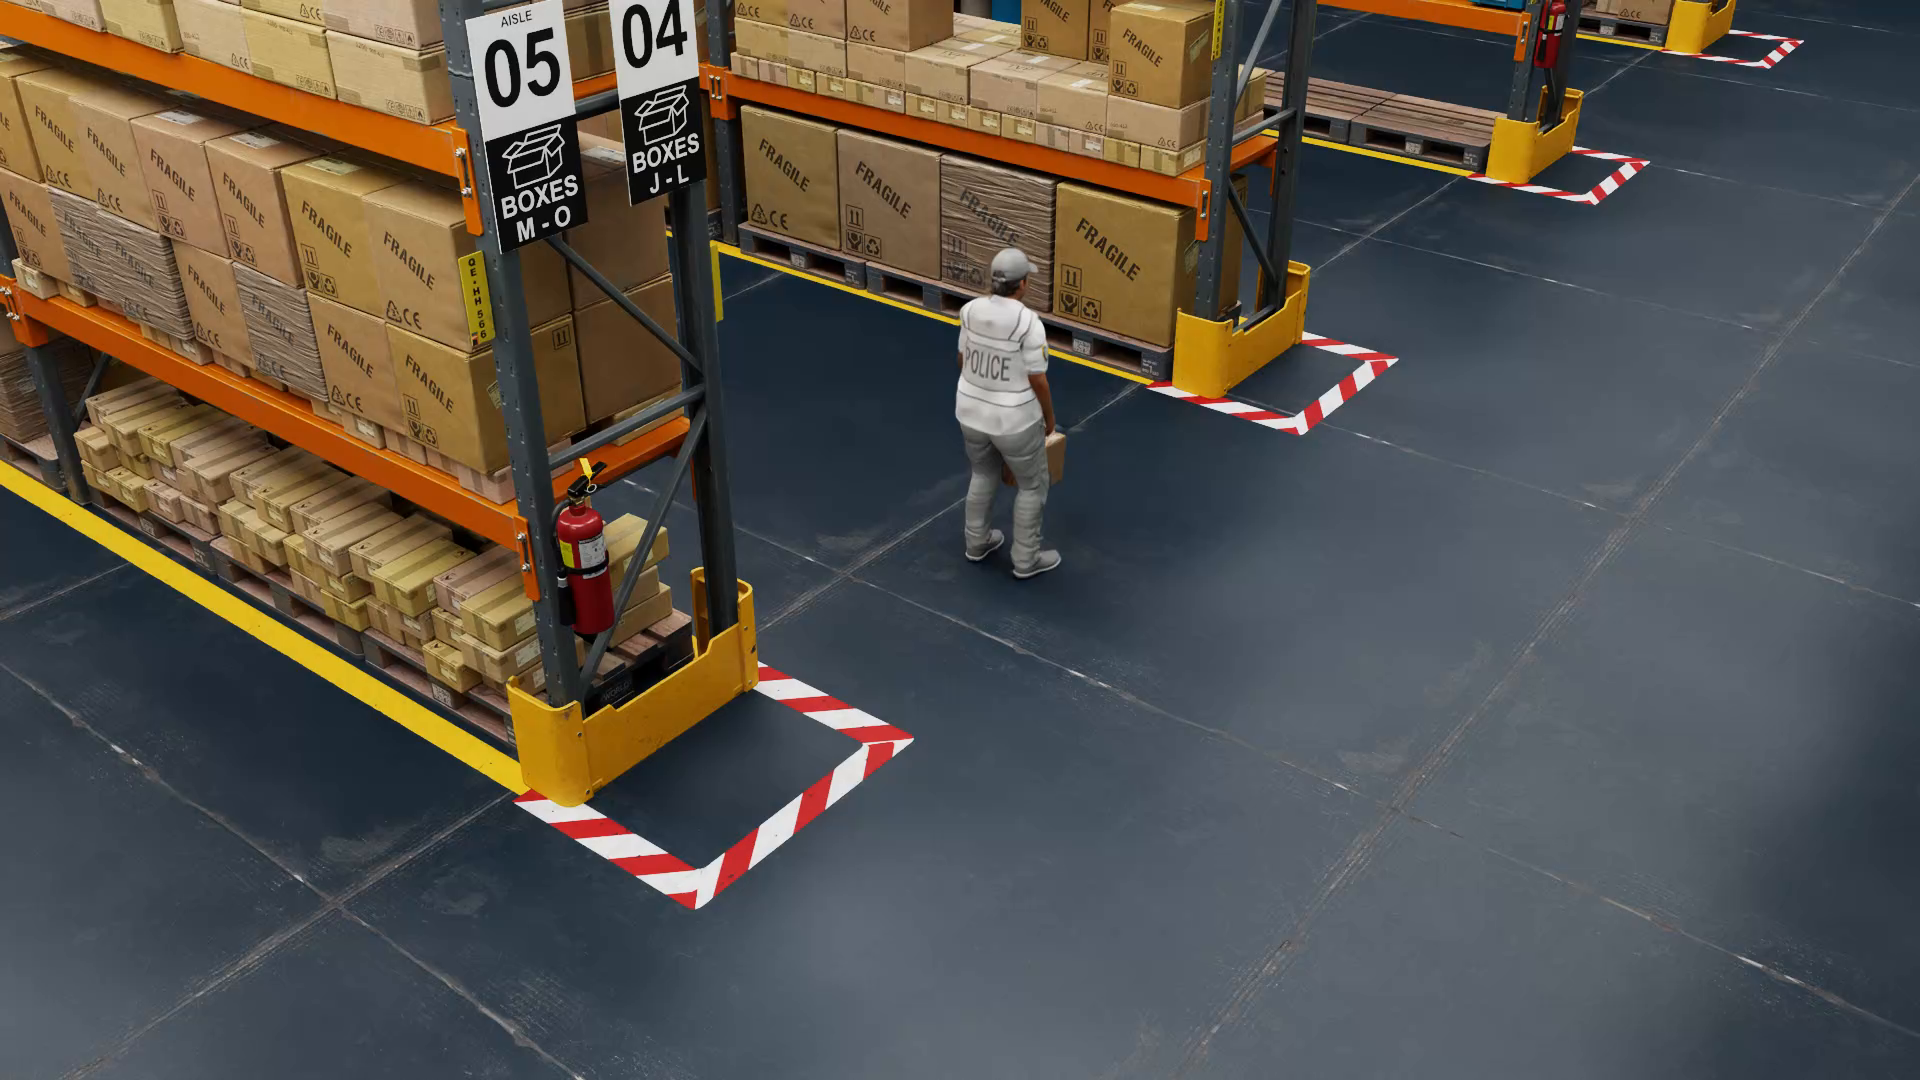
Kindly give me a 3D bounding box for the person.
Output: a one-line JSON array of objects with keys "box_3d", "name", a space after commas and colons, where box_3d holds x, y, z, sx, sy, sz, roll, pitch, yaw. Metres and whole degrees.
[{"box_3d": [0.229, -0.610, 8.136, 0.526, 1.670, 0.439, 20, 37, 30], "name": "person"}]
